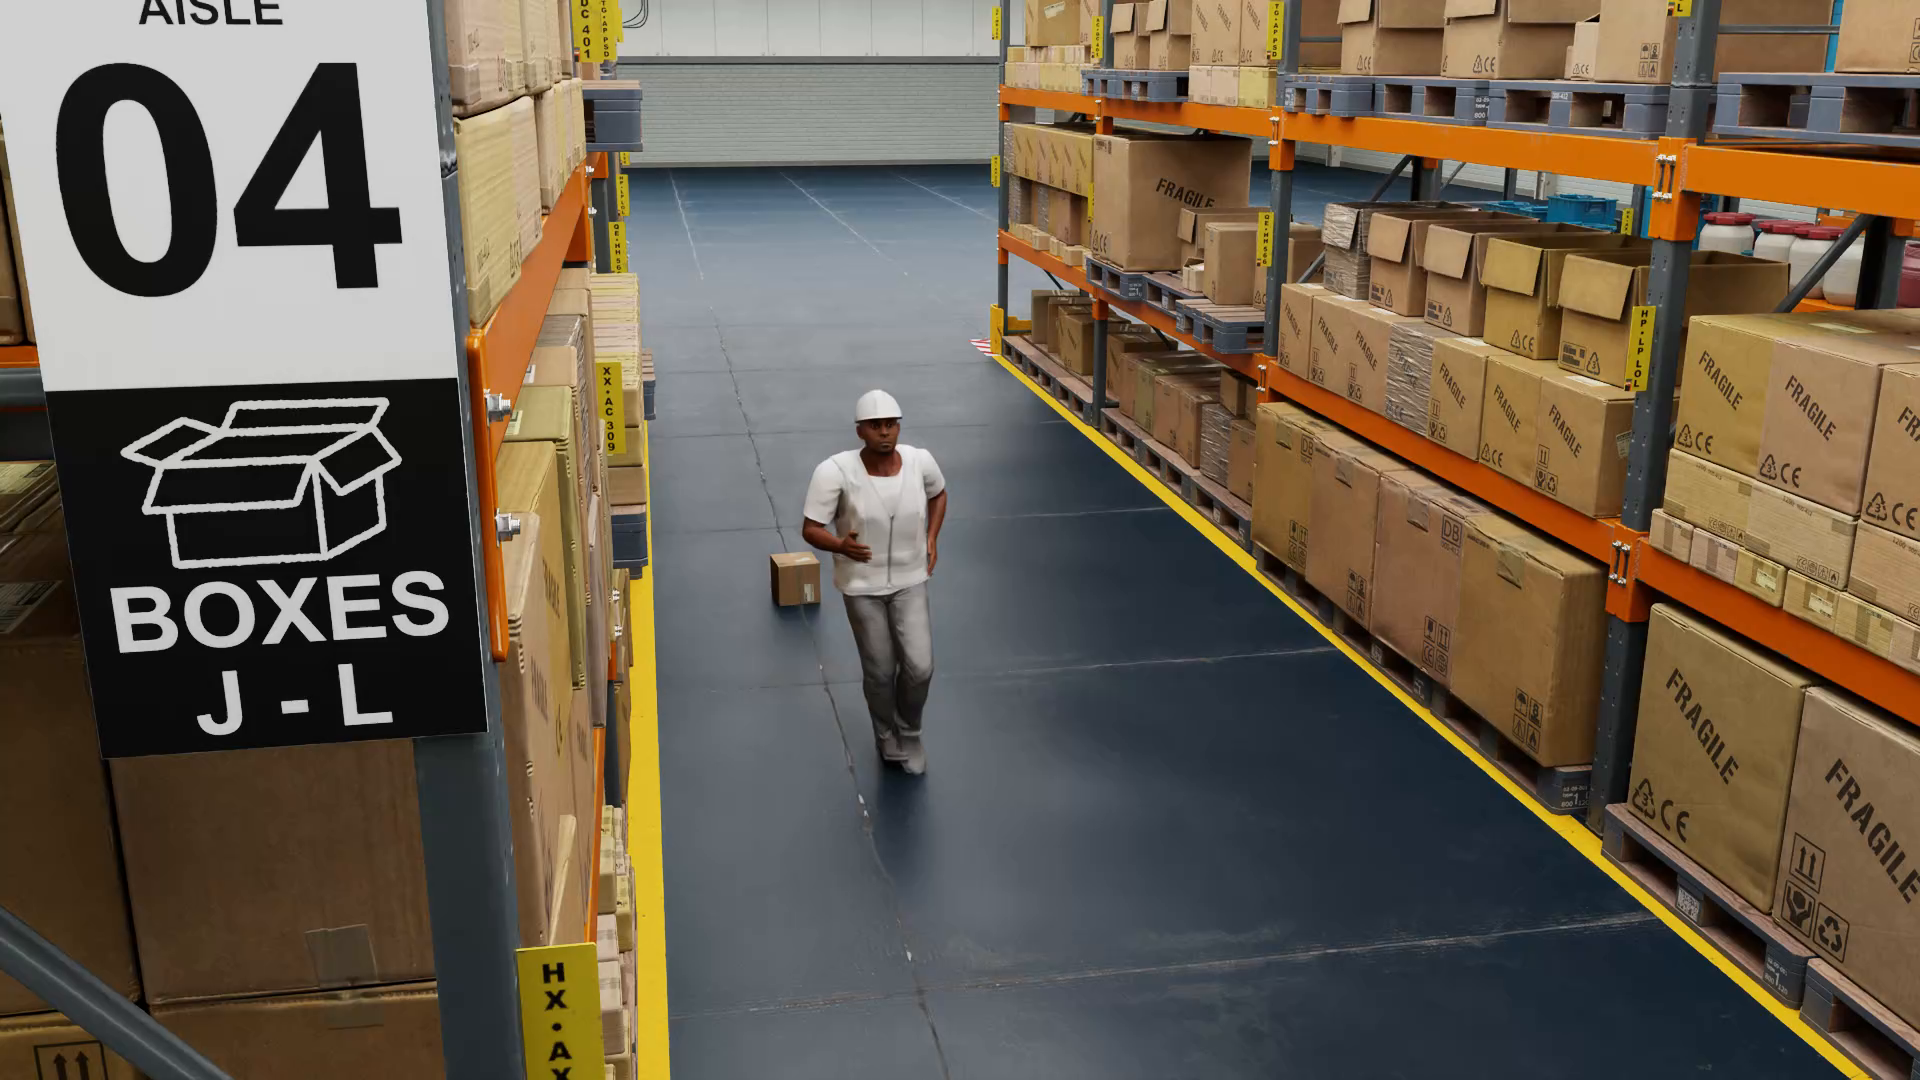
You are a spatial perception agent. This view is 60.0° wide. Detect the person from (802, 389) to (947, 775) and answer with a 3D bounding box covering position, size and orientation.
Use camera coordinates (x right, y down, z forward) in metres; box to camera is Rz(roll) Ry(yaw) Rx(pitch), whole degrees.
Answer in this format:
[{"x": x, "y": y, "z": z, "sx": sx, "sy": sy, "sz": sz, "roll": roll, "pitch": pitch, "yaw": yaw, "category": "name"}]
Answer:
[{"x": -0.325, "y": 0.222, "z": 7.291, "sx": 0.700, "sy": 1.773, "sz": 0.602, "roll": -5, "pitch": 17, "yaw": -16, "category": "person"}]
